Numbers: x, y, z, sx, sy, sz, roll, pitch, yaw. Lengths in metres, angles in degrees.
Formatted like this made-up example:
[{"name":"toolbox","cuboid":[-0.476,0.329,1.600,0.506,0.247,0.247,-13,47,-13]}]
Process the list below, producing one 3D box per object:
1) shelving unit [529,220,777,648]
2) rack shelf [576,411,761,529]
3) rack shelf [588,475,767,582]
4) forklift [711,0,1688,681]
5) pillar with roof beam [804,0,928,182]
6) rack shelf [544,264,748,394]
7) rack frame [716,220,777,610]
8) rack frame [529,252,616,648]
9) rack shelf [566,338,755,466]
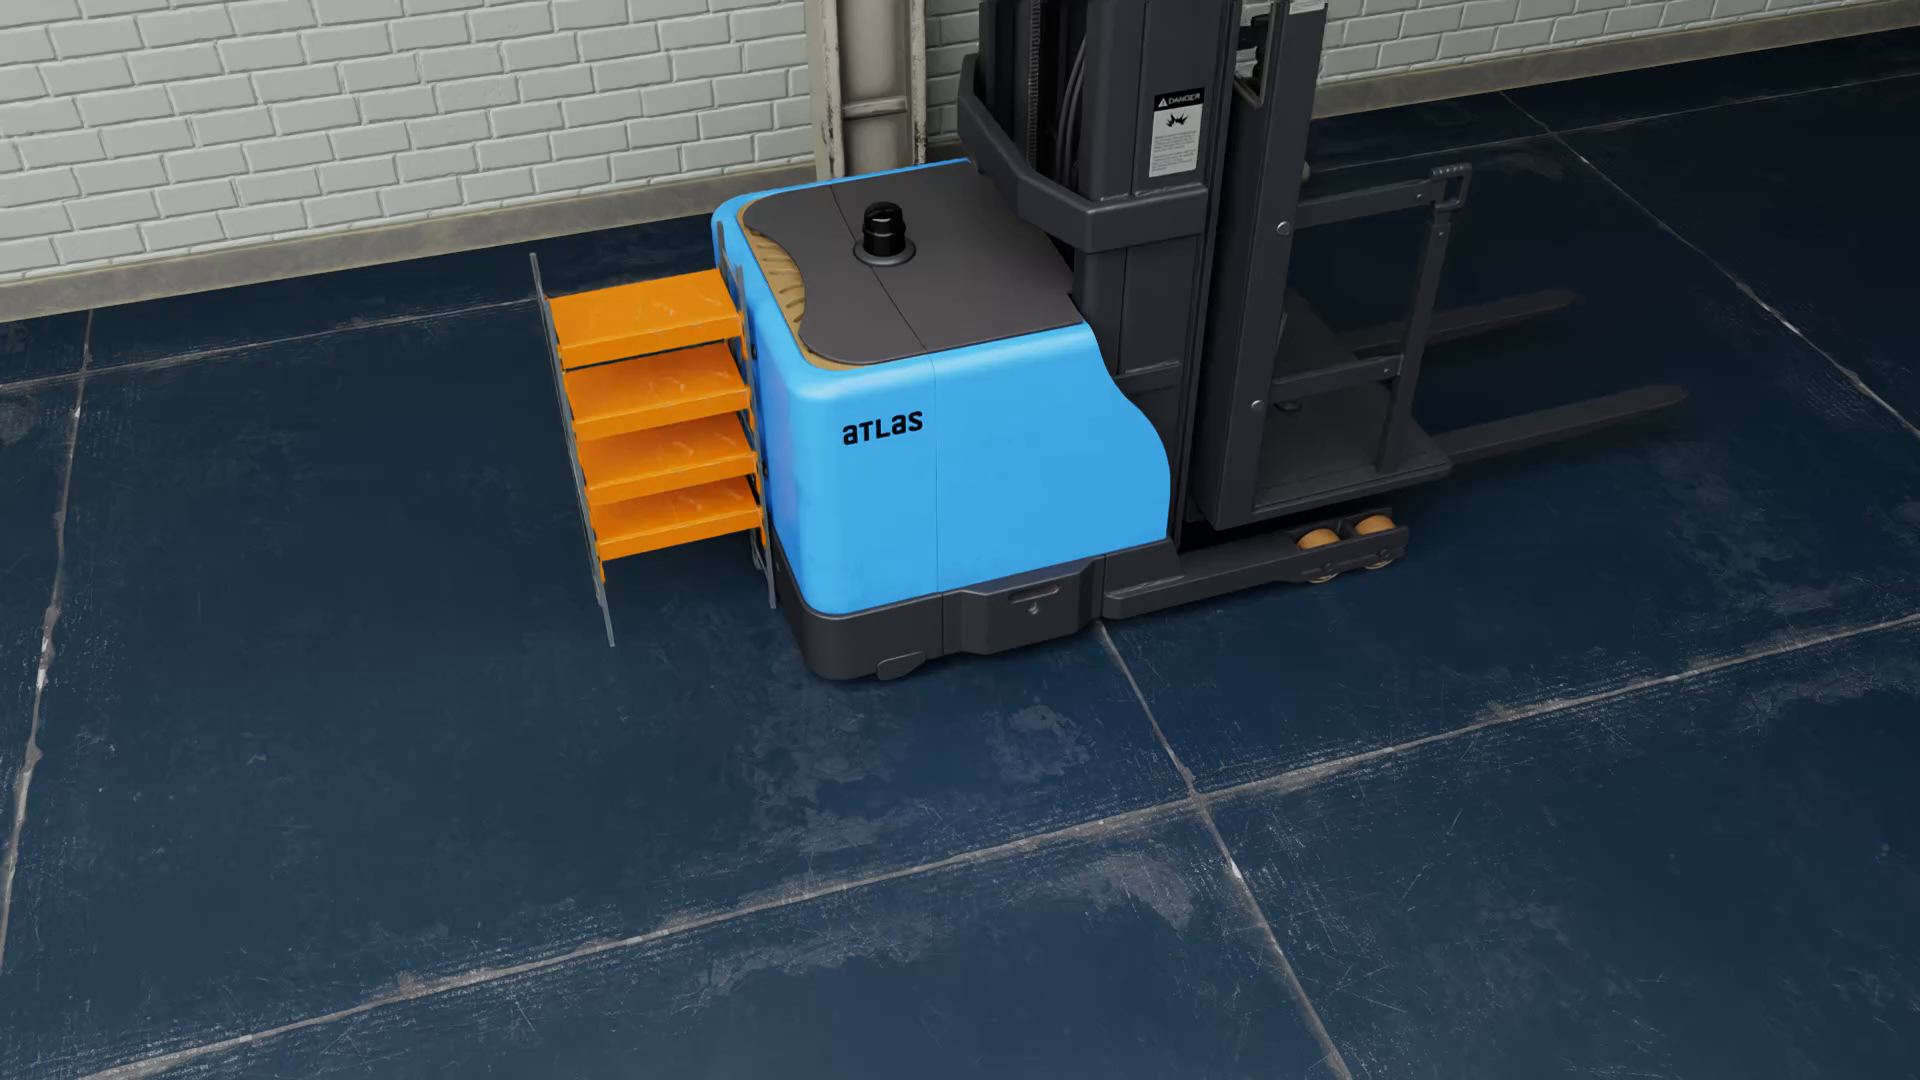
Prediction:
[{"name":"shelving unit","cuboid":[-0.829,-0.264,4.640,0.503,1.200,0.258,-13,43,-14]},{"name":"rack shelf","cuboid":[-0.829,-0.213,4.685,0.480,0.148,0.258,-13,43,-14]},{"name":"rack shelf","cuboid":[-0.829,-0.064,4.815,0.480,0.148,0.258,-13,43,-14]},{"name":"forklift","cuboid":[0.852,-1.289,4.497,3.031,2.935,1.130,-13,43,-14]},{"name":"pillar with roof beam","cuboid":[0.931,-2.075,0.786,0.400,9.000,9.100,-12,42,-13]},{"name":"rack shelf","cuboid":[-0.829,-0.560,4.382,0.480,0.148,0.258,-13,43,-14]},{"name":"rack frame","cuboid":[-0.599,-0.317,4.701,0.015,1.200,0.240,-13,43,-14]},{"name":"rack frame","cuboid":[-1.059,-0.211,4.580,0.015,1.200,0.240,-13,43,-14]},{"name":"rack shelf","cuboid":[-0.829,-0.382,4.537,0.480,0.148,0.258,-13,43,-14]}]
